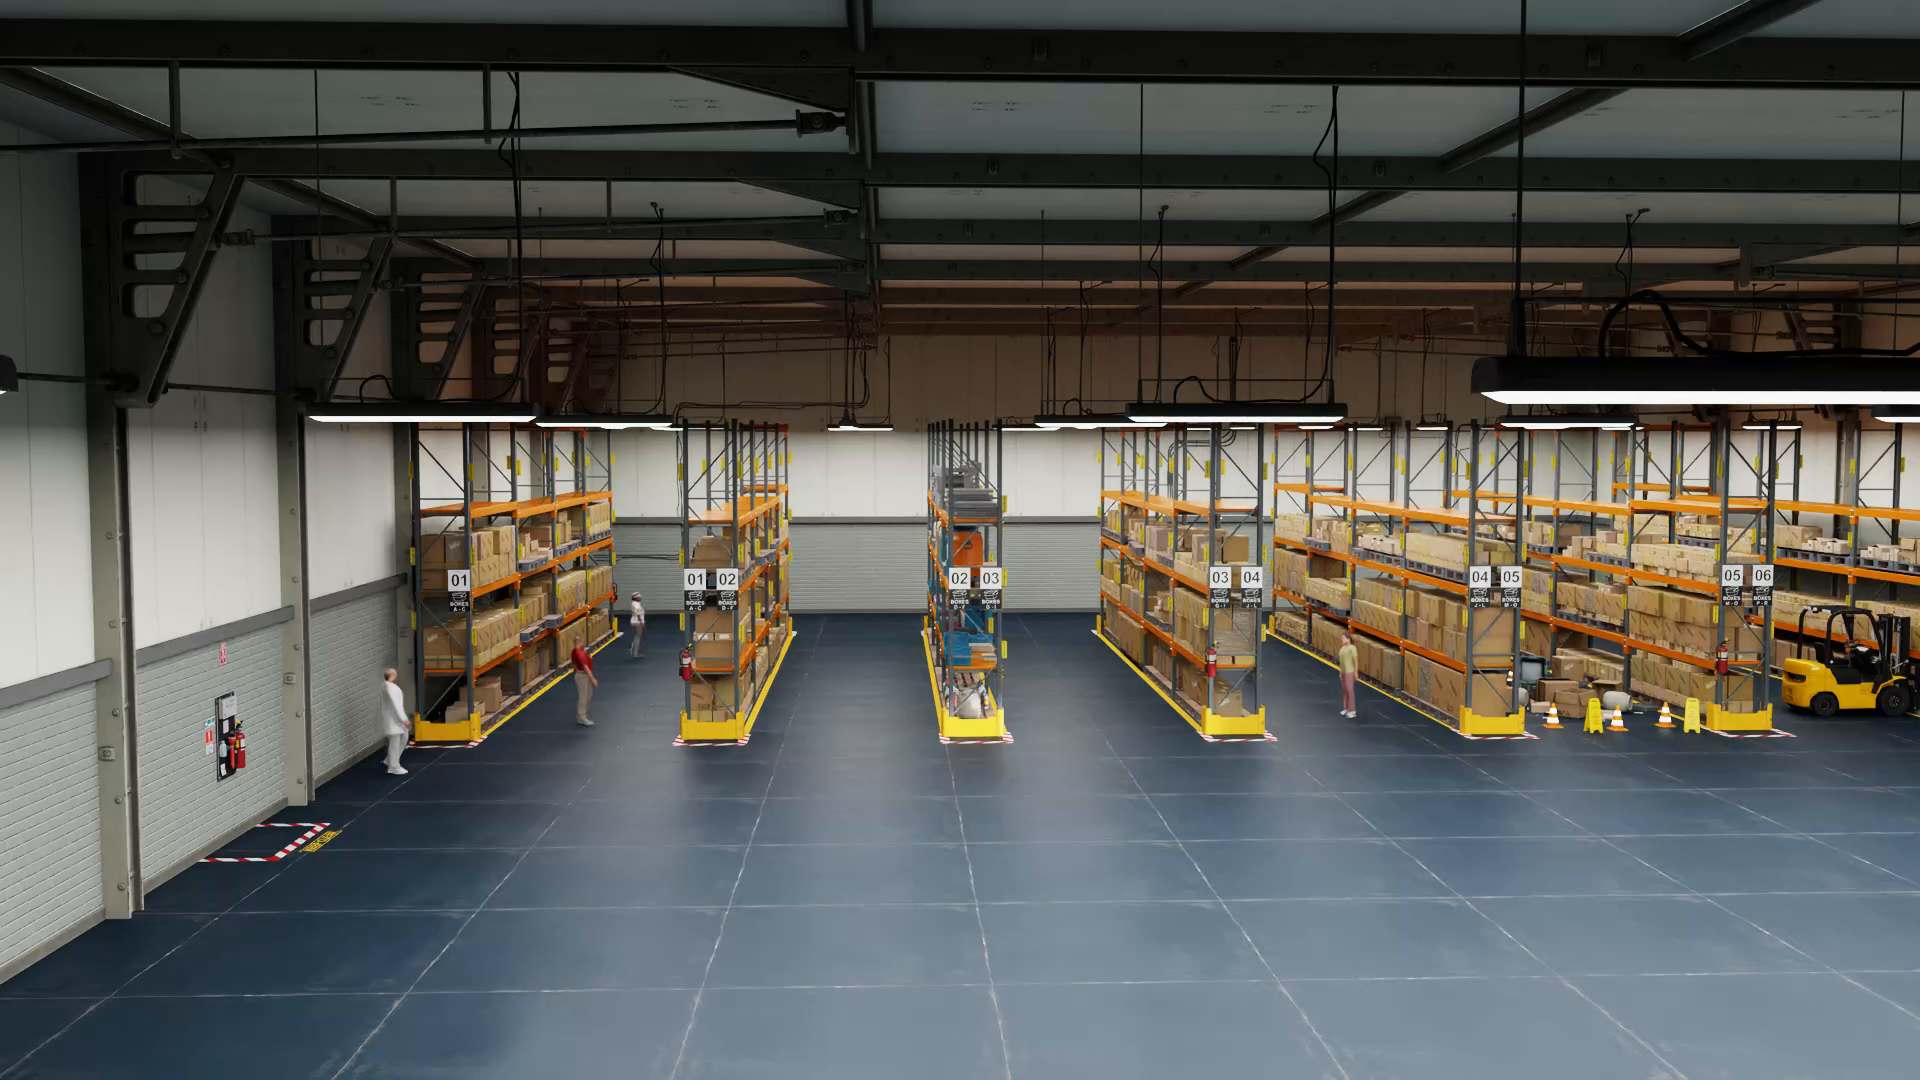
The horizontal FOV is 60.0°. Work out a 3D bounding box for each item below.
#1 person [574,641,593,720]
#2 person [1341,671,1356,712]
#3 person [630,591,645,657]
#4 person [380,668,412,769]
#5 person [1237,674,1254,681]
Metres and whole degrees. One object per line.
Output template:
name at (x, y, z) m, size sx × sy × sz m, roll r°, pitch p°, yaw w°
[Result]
person at (-7.415, 2.759, 32.825) m, size 0.350 × 1.554 × 0.422 m, roll 0°, pitch 4°, yaw -4°
person at (7.913, 3.012, 33.801) m, size 0.267 × 0.950 × 0.447 m, roll -1°, pitch 4°, yaw -18°
person at (-8.181, 2.154, 42.441) m, size 0.416 × 1.703 × 0.423 m, roll 4°, pitch 5°, yaw 44°
person at (-9.497, 2.998, 28.038) m, size 0.560 × 1.701 × 0.644 m, roll -1°, pitch 4°, yaw -9°
person at (6.665, 2.433, 38.718) m, size 0.558 × 1.655 × 0.464 m, roll 2°, pitch 4°, yaw 32°
